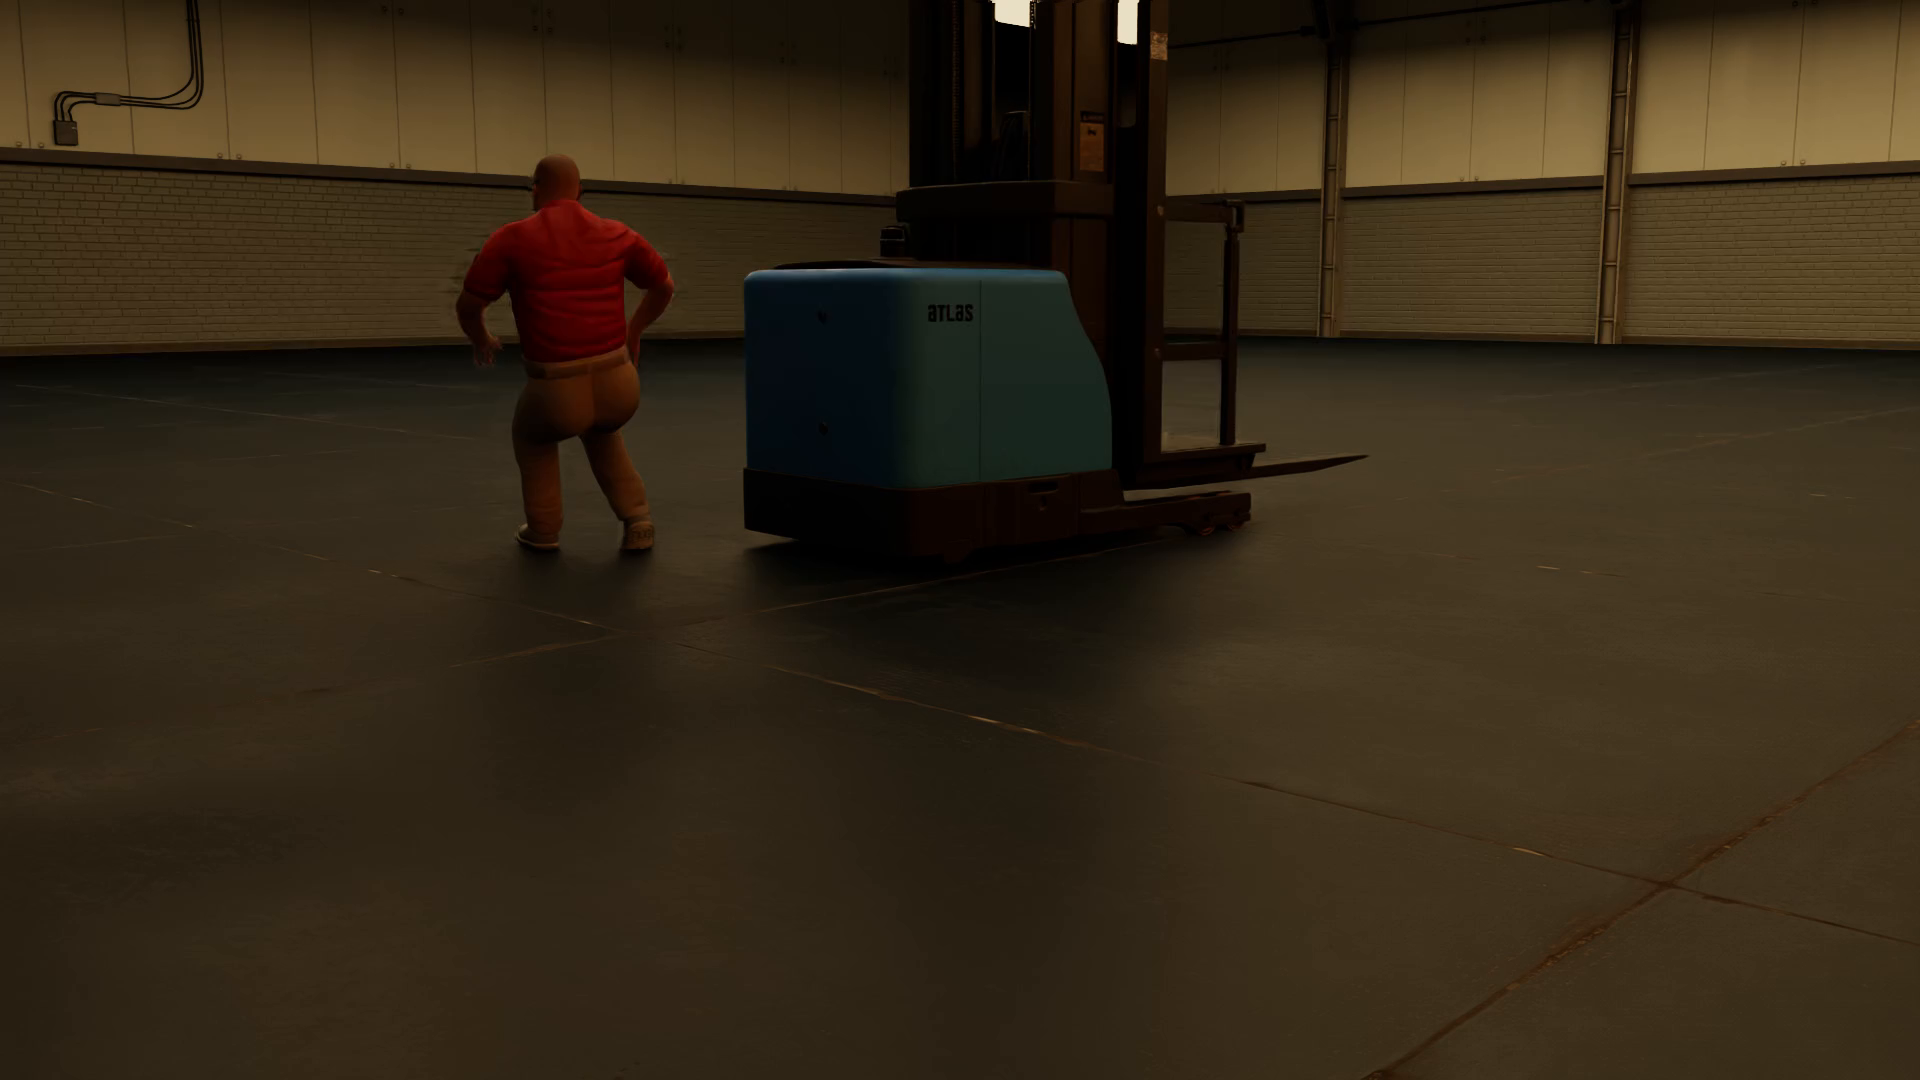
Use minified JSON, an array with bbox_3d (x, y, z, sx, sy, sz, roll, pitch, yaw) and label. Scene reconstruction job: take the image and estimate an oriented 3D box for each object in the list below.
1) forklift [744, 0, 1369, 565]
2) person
[{"bbox_3d":[0.591,-1.519,6.964,3.031,2.935,1.130,-8,11,-41],"label":"forklift"},{"bbox_3d":[-1.523,-0.643,6.204,0.793,1.525,0.856,-5,10,-31],"label":"person"}]
